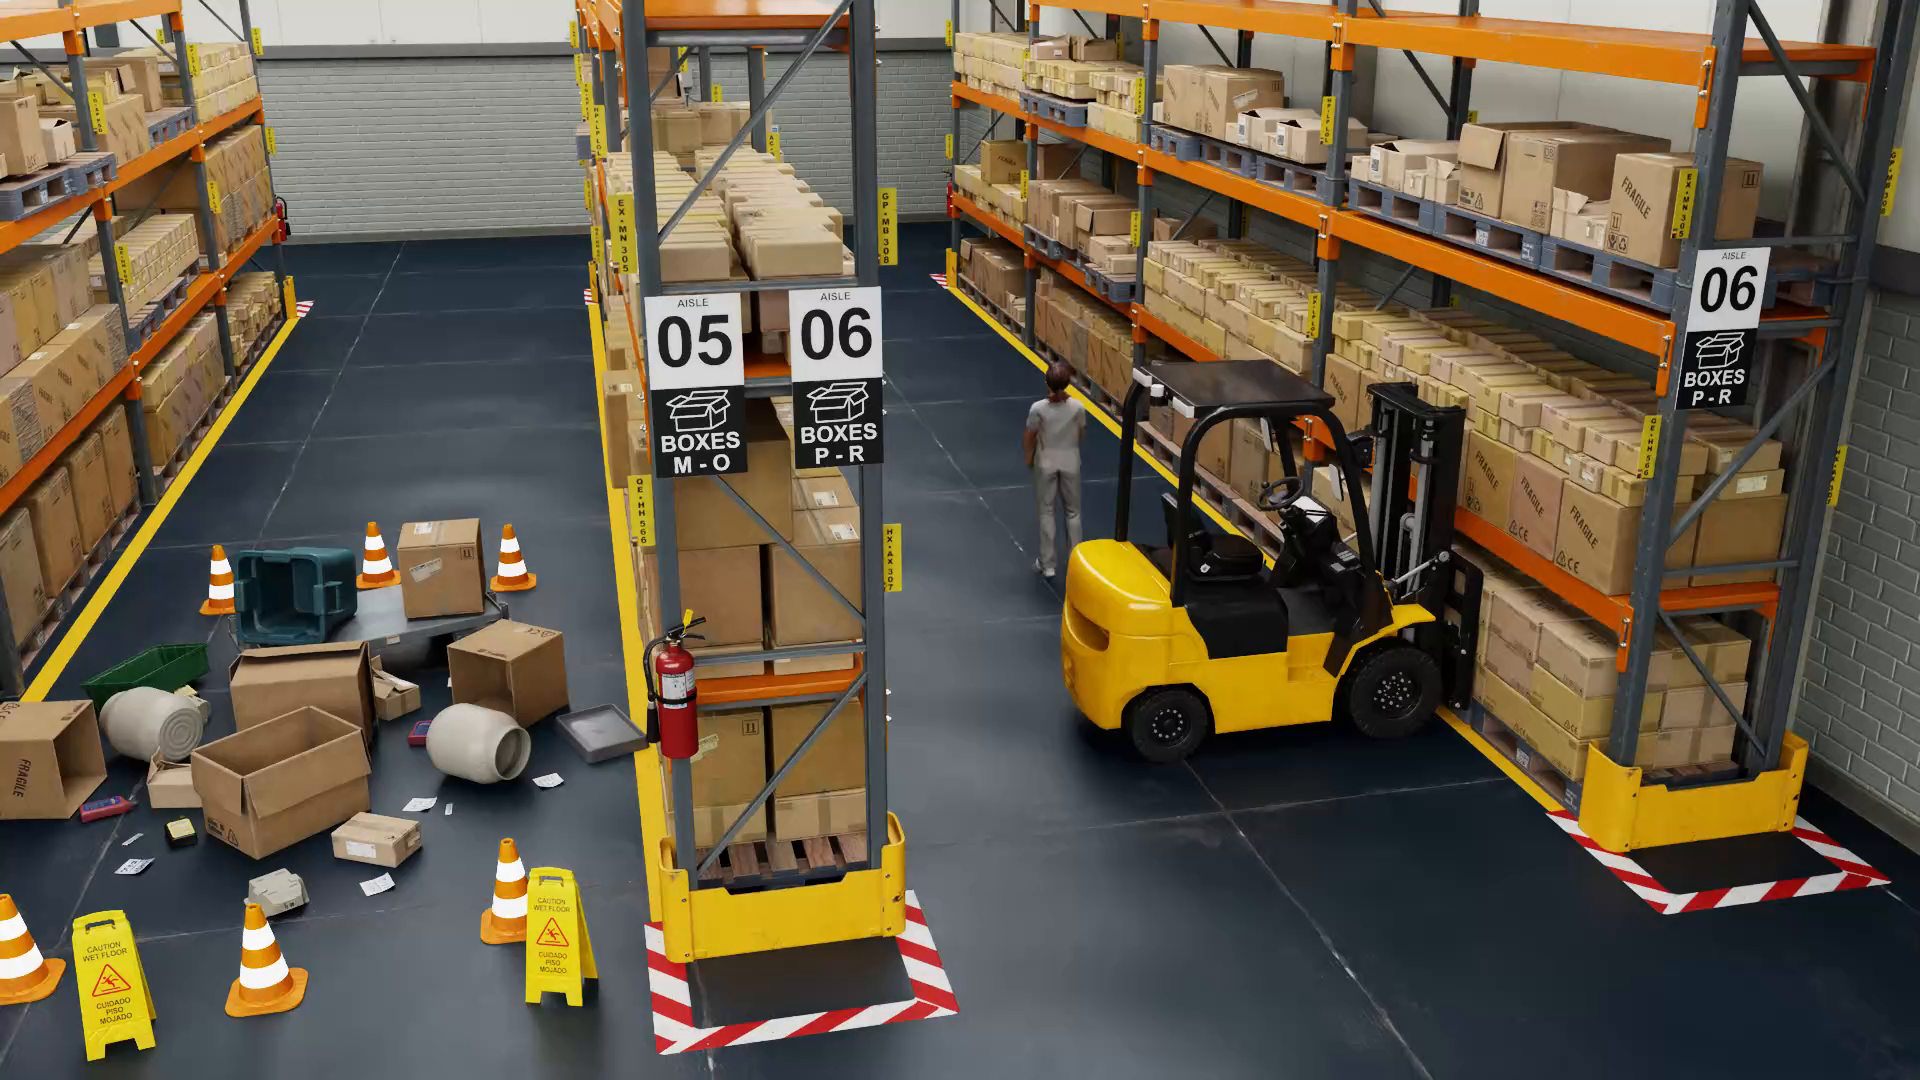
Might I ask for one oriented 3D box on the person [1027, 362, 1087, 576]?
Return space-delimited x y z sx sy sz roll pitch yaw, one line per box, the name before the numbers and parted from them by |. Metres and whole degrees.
person | 0.732 -0.553 12.615 0.464 1.677 0.525 -1 20 -2
